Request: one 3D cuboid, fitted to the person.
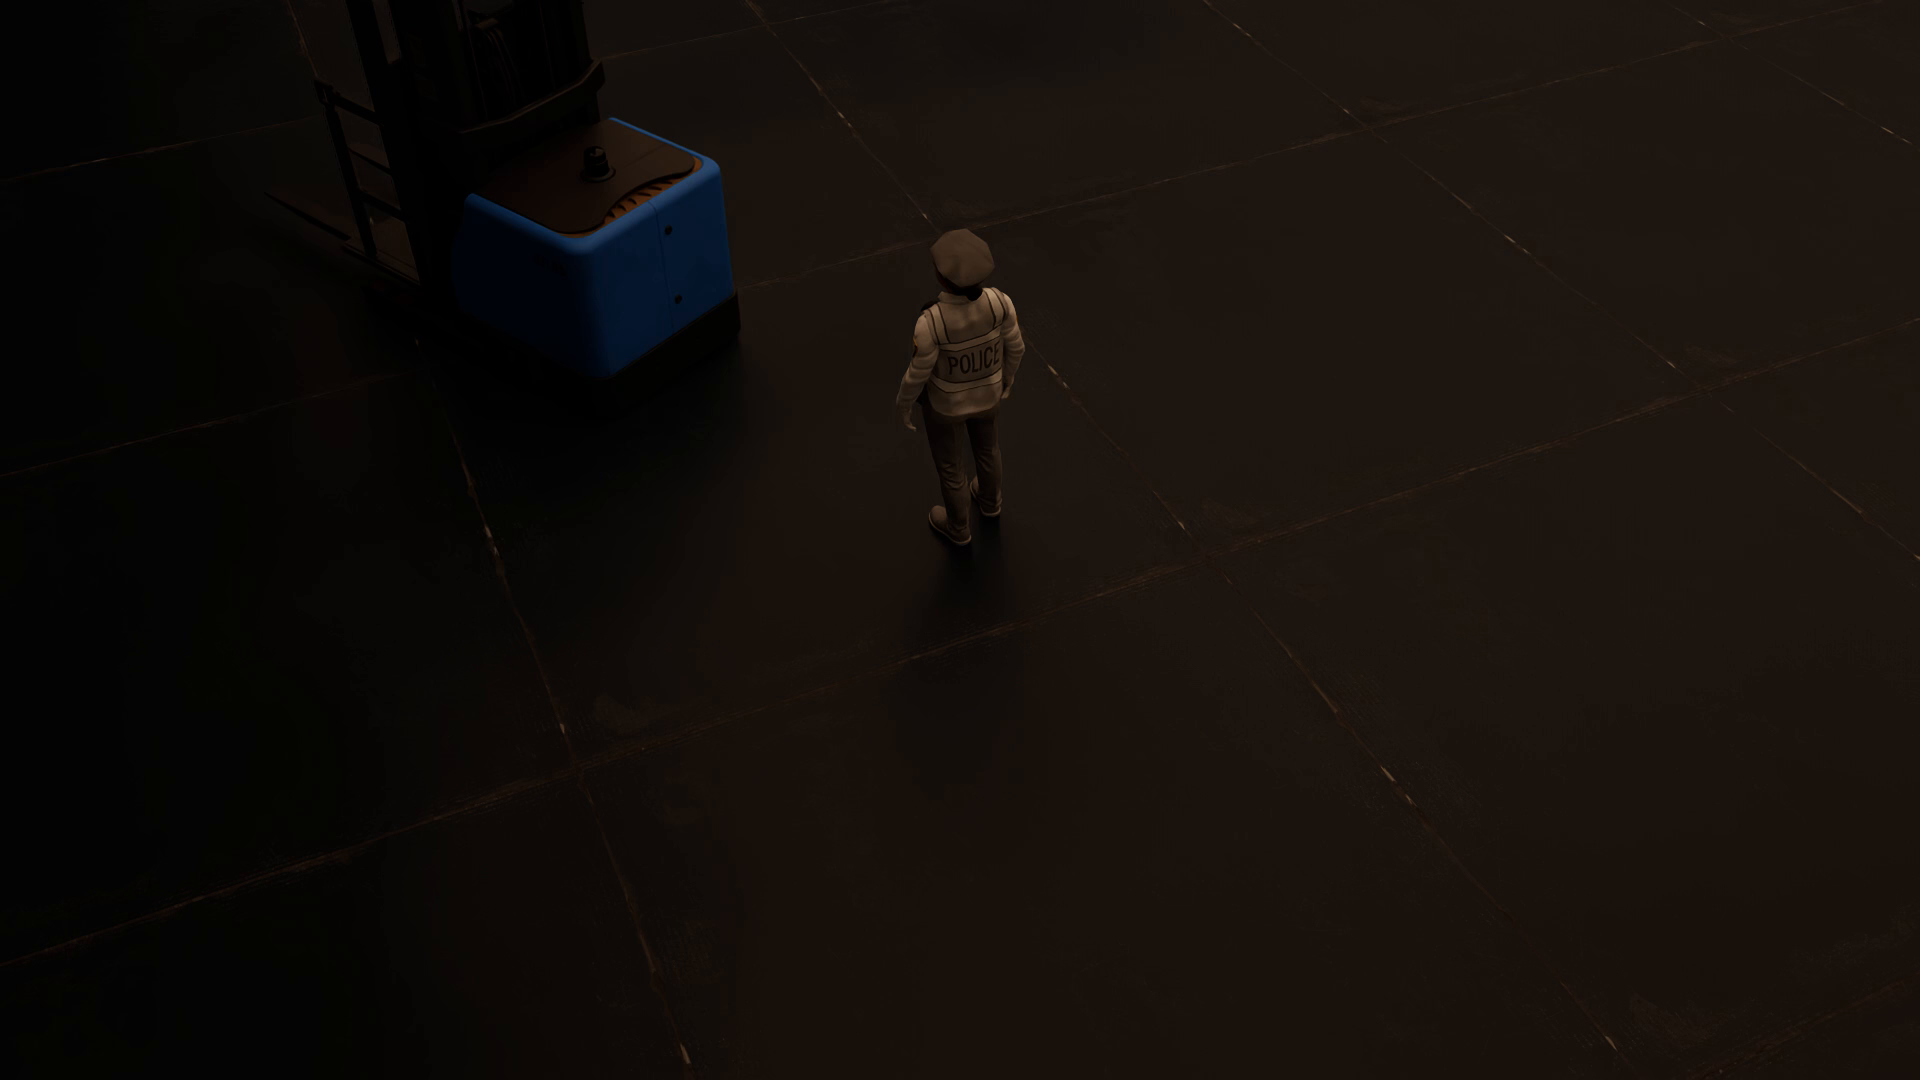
[{"bbox_3d":[-0.022,-0.668,7.292,0.587,1.696,0.534,-18,46,-18],"label":"person"}]

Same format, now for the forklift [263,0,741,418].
[{"bbox_3d":[-2.661,-2.514,8.373,3.031,2.935,1.130,27,49,26],"label":"forklift"}]
